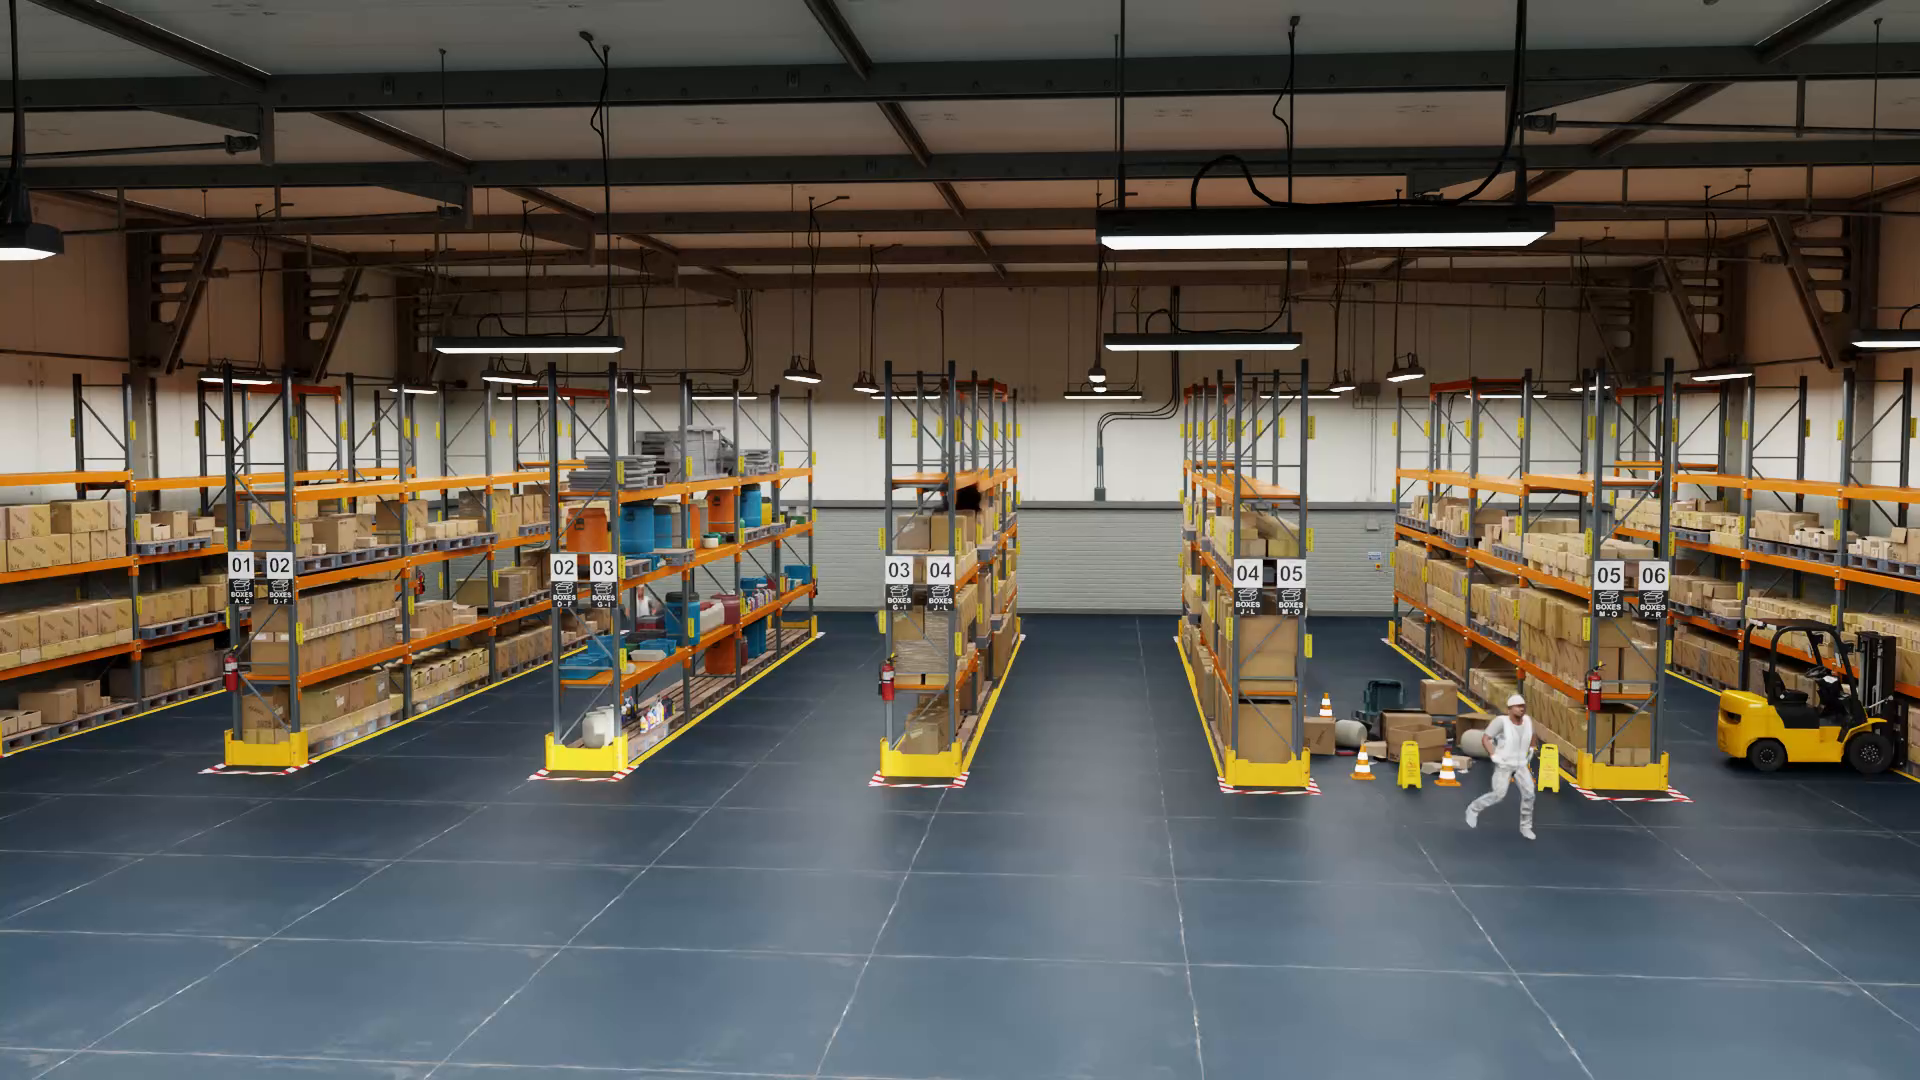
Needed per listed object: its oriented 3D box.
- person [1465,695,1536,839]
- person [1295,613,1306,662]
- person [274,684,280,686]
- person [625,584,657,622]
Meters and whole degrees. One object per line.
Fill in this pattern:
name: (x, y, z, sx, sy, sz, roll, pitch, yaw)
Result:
person: (6.789, 2.796, 20.612, 0.892, 1.777, 0.707, -2, 4, -22)
person: (6.993, 1.897, 35.003, 0.619, 1.681, 0.958, 0, 4, 1)
person: (-12.521, 2.159, 30.684, 0.529, 1.597, 0.883, -1, 4, -11)
person: (-6.756, 1.810, 35.212, 0.657, 1.771, 0.863, 0, 4, -5)
